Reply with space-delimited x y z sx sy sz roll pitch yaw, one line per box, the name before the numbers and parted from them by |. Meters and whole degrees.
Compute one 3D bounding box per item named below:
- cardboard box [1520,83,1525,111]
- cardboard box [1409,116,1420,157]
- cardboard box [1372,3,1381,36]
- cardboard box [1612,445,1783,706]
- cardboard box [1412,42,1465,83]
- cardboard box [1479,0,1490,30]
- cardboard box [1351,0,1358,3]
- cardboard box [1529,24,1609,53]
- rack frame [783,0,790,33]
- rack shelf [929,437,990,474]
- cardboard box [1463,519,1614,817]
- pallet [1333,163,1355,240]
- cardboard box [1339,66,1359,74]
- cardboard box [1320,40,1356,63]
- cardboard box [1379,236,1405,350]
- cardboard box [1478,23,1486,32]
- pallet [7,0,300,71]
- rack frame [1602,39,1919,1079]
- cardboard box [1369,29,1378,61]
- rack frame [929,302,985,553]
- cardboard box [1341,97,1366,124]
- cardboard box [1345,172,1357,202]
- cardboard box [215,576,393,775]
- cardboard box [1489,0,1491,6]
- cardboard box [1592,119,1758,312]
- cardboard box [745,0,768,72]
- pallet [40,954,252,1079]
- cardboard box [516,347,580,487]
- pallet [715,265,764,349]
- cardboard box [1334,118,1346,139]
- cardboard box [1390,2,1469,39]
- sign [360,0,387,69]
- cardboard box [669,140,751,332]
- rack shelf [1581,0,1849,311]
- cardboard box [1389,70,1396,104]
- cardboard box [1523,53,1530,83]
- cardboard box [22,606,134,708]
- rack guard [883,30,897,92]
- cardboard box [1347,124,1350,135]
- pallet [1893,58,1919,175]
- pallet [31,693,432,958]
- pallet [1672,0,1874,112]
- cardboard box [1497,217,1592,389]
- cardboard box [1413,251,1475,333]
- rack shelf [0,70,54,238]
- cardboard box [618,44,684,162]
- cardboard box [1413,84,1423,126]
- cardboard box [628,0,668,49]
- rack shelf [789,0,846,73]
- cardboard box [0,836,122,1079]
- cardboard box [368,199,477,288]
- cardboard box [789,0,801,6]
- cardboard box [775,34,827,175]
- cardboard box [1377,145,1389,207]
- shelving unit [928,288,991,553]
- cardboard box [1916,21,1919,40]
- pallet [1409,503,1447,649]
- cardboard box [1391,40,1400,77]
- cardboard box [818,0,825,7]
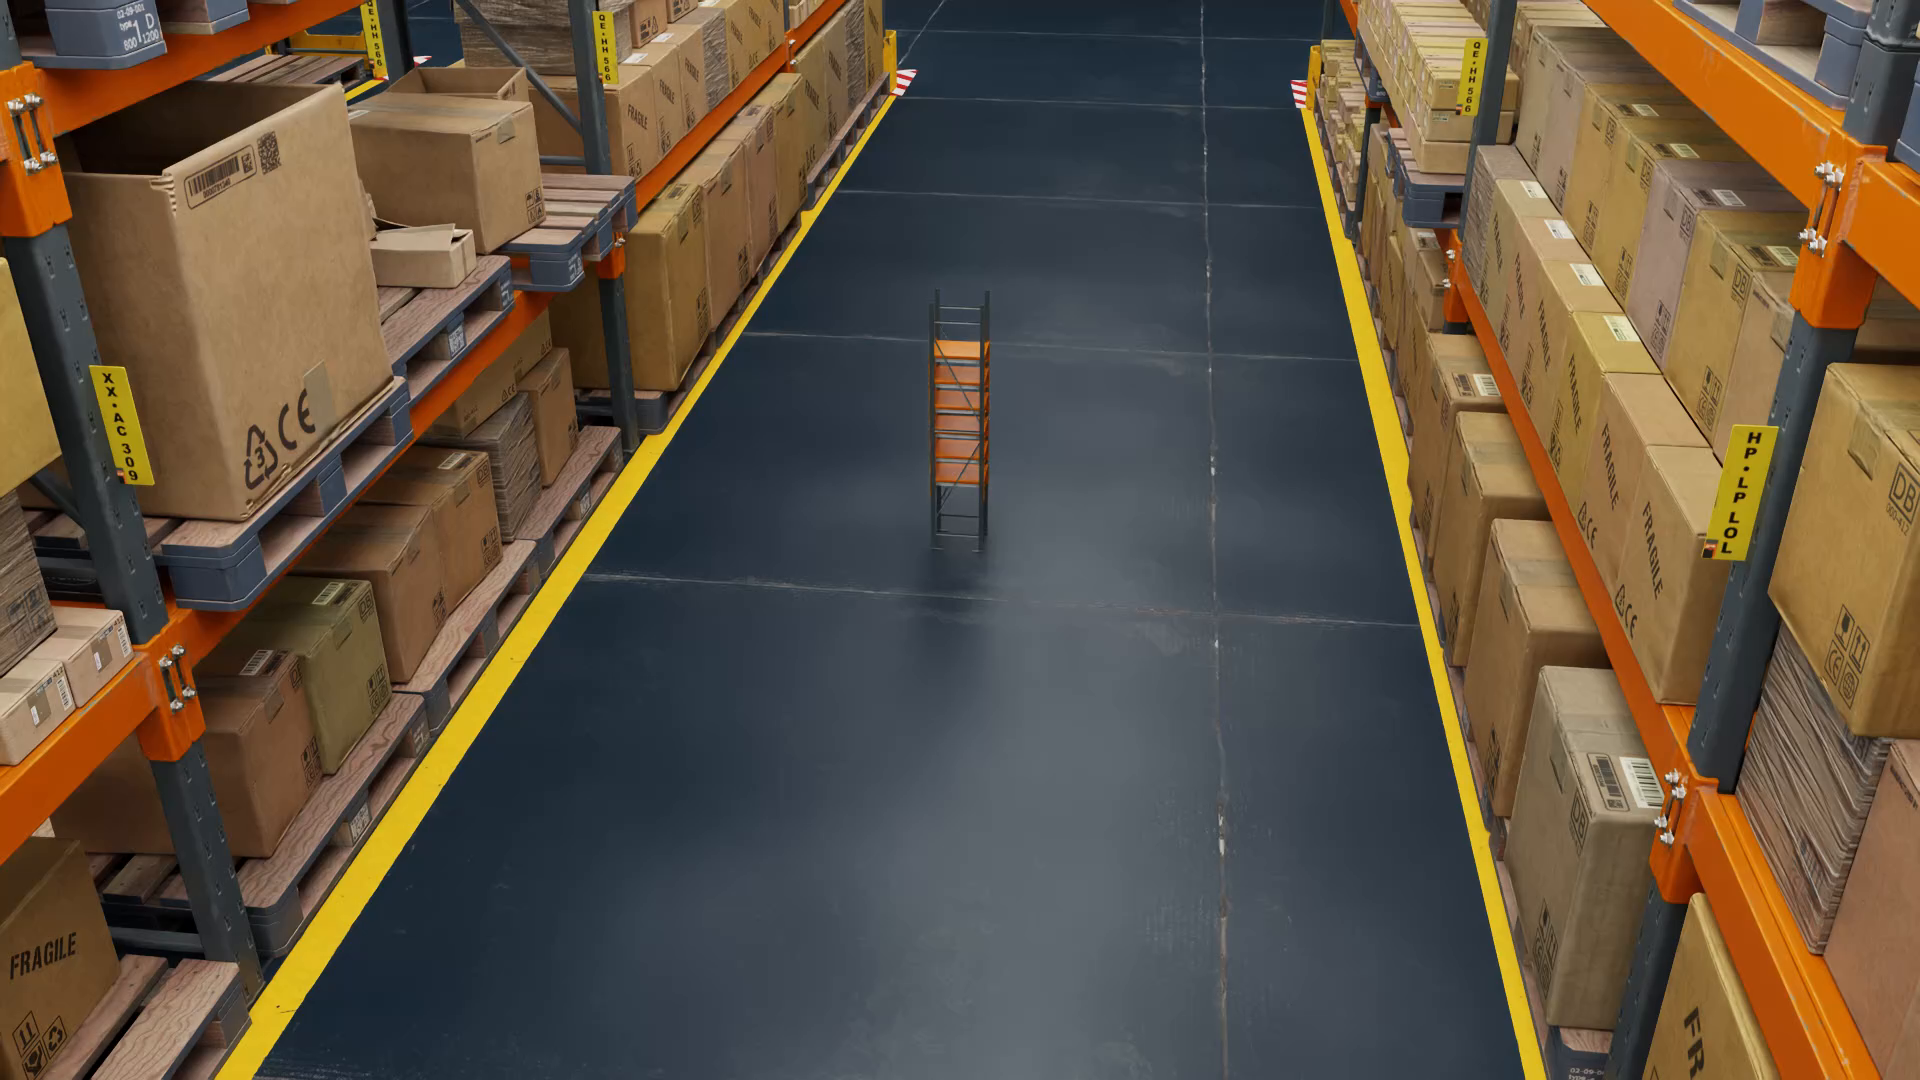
cardboard box | 3.120 -2.261 8.605 0.380 0.149 0.250 4 29 8
cardboard box | 2.374 -1.931 7.995 0.380 0.149 0.250 3 28 6
cardboard box | 2.631 -3.045 9.748 0.380 0.149 0.250 2 28 4
cardboard box | 2.046 0.096 4.303 0.500 0.500 0.500 3 28 6
cardboard box | 2.408 -2.316 8.082 0.380 0.149 0.250 4 29 8
cardboard box | 3.311 -3.130 9.906 0.380 0.149 0.250 5 29 8
cardboard box | 3.151 -4.142 12.540 0.380 0.149 0.250 4 29 7
cardboard box | 3.116 -2.518 8.456 0.380 0.149 0.250 5 29 9
rack frame | -1.682 -3.700 11.456 1.000 3.000 0.127 3 28 6
rack shelf | -0.002 -0.377 7.531 0.258 0.103 0.180 3 28 6
cardboard box | 2.356 0.456 5.671 1.050 0.750 0.750 3 28 6
pallet | 3.275 -2.455 12.084 1.003 0.211 1.213 3 28 6
cardboard box | 3.252 -3.713 13.414 0.380 0.149 0.250 4 29 8
cardboard box | 3.316 -4.212 14.342 0.380 0.149 0.250 2 28 4
cardboard box | 2.675 -1.385 9.351 0.500 0.500 0.500 2 28 4
cardboard box | 3.312 -3.001 9.979 0.380 0.149 0.250 3 28 6
pallet | -2.481 -1.457 4.327 1.213 0.211 1.003 3 28 6
rack frame | 2.247 0.401 3.842 1.000 3.000 0.127 3 28 6
cardboard box | 2.628 -2.914 9.818 0.380 0.149 0.250 4 29 7
rack frame | -0.013 -0.478 7.373 0.240 1.200 0.006 3 28 6
cardboard box | 3.079 -3.229 12.517 0.380 0.149 0.250 2 28 4
cardboard box | 2.938 -2.499 11.788 0.380 0.149 0.250 4 29 7
cardboard box | -2.489 0.461 5.903 0.700 0.500 0.500 3 28 6
cardboard box | 3.275 -3.129 9.590 0.380 0.149 0.250 3 28 6
cardboard box | 2.489 -1.035 5.348 0.700 0.500 0.500 3 28 6
cardboard box | -1.536 -3.276 10.562 0.500 0.500 0.500 4 29 8
pallet | -2.710 1.611 4.536 1.003 0.211 1.213 3 28 6
cardboard box | -2.235 -0.594 7.862 0.700 0.500 0.500 2 28 4
pallet | -1.849 -1.529 10.366 1.003 0.211 1.213 3 28 6
cardboard box | 3.160 -3.220 13.127 0.380 0.149 0.250 3 28 6
cardboard box | 2.536 -2.806 8.991 0.380 0.149 0.250 4 29 8
sign | -2.724 -2.358 7.743 0.100 0.325 0.005 3 28 6
cardboard box | -1.951 -1.810 9.744 1.225 0.875 0.875 3 29 6
rack shelf | 2.493 -1.544 5.049 1.077 0.370 4.000 3 28 6
cardboard box | 2.504 -2.418 8.898 0.380 0.149 0.250 4 29 8
cardboard box | 3.119 -2.392 8.536 0.380 0.149 0.250 3 28 6
cardboard box | -2.397 0.294 4.306 0.380 0.149 0.250 3 28 6
rack guard | -1.189 -4.494 15.564 1.175 0.500 0.348 3 28 6
cardboard box | 3.127 -3.081 12.555 0.380 0.149 0.250 4 29 7
pallet | 2.137 -0.496 2.438 1.003 0.211 1.213 3 28 6
pallet | -2.569 0.927 5.807 1.003 0.211 1.213 3 28 6
pallet | 2.311 -1.269 3.983 0.805 0.209 1.217 2 28 4
cardboard box | 2.293 -0.853 6.065 0.500 0.500 0.500 3 28 6
cardboard box | 2.561 -1.233 8.279 0.500 0.250 0.500 3 28 5
rack shelf | -2.908 0.003 2.177 1.077 0.370 4.000 3 28 6
cardboard box | -1.782 -2.317 8.783 0.500 0.500 0.500 3 28 5
cardboard box | 2.377 -2.071 7.941 0.380 0.149 0.250 4 29 8
cardboard box | -1.984 -2.953 8.905 0.797 0.503 0.637 4 29 7
rack shelf | -1.437 -4.325 13.374 1.077 0.370 4.000 3 28 6
cardboard box | -2.751 1.167 4.614 0.500 0.500 0.500 3 28 5
cardboard box | -2.109 -1.142 6.407 0.396 0.266 0.258 3 28 5
cardboard box | -1.365 -3.971 11.803 0.500 0.250 0.500 3 28 5
cardboard box | -1.522 -3.256 12.428 0.875 0.875 0.875 3 28 6
cardboard box | 2.812 -2.196 10.065 0.500 0.250 0.500 4 29 8
shelving unit | -0.002 -0.521 7.453 0.258 1.200 0.189 3 28 6
cardboard box | 1.865 -0.886 2.786 0.380 0.149 0.250 3 28 5
pallet | 2.566 0.113 7.318 1.003 0.211 1.213 3 28 6
cardboard box | 2.502 -2.553 8.835 0.380 0.149 0.250 4 29 7
cardboard box | -1.222 -4.081 12.427 0.380 0.149 0.250 3 28 5
